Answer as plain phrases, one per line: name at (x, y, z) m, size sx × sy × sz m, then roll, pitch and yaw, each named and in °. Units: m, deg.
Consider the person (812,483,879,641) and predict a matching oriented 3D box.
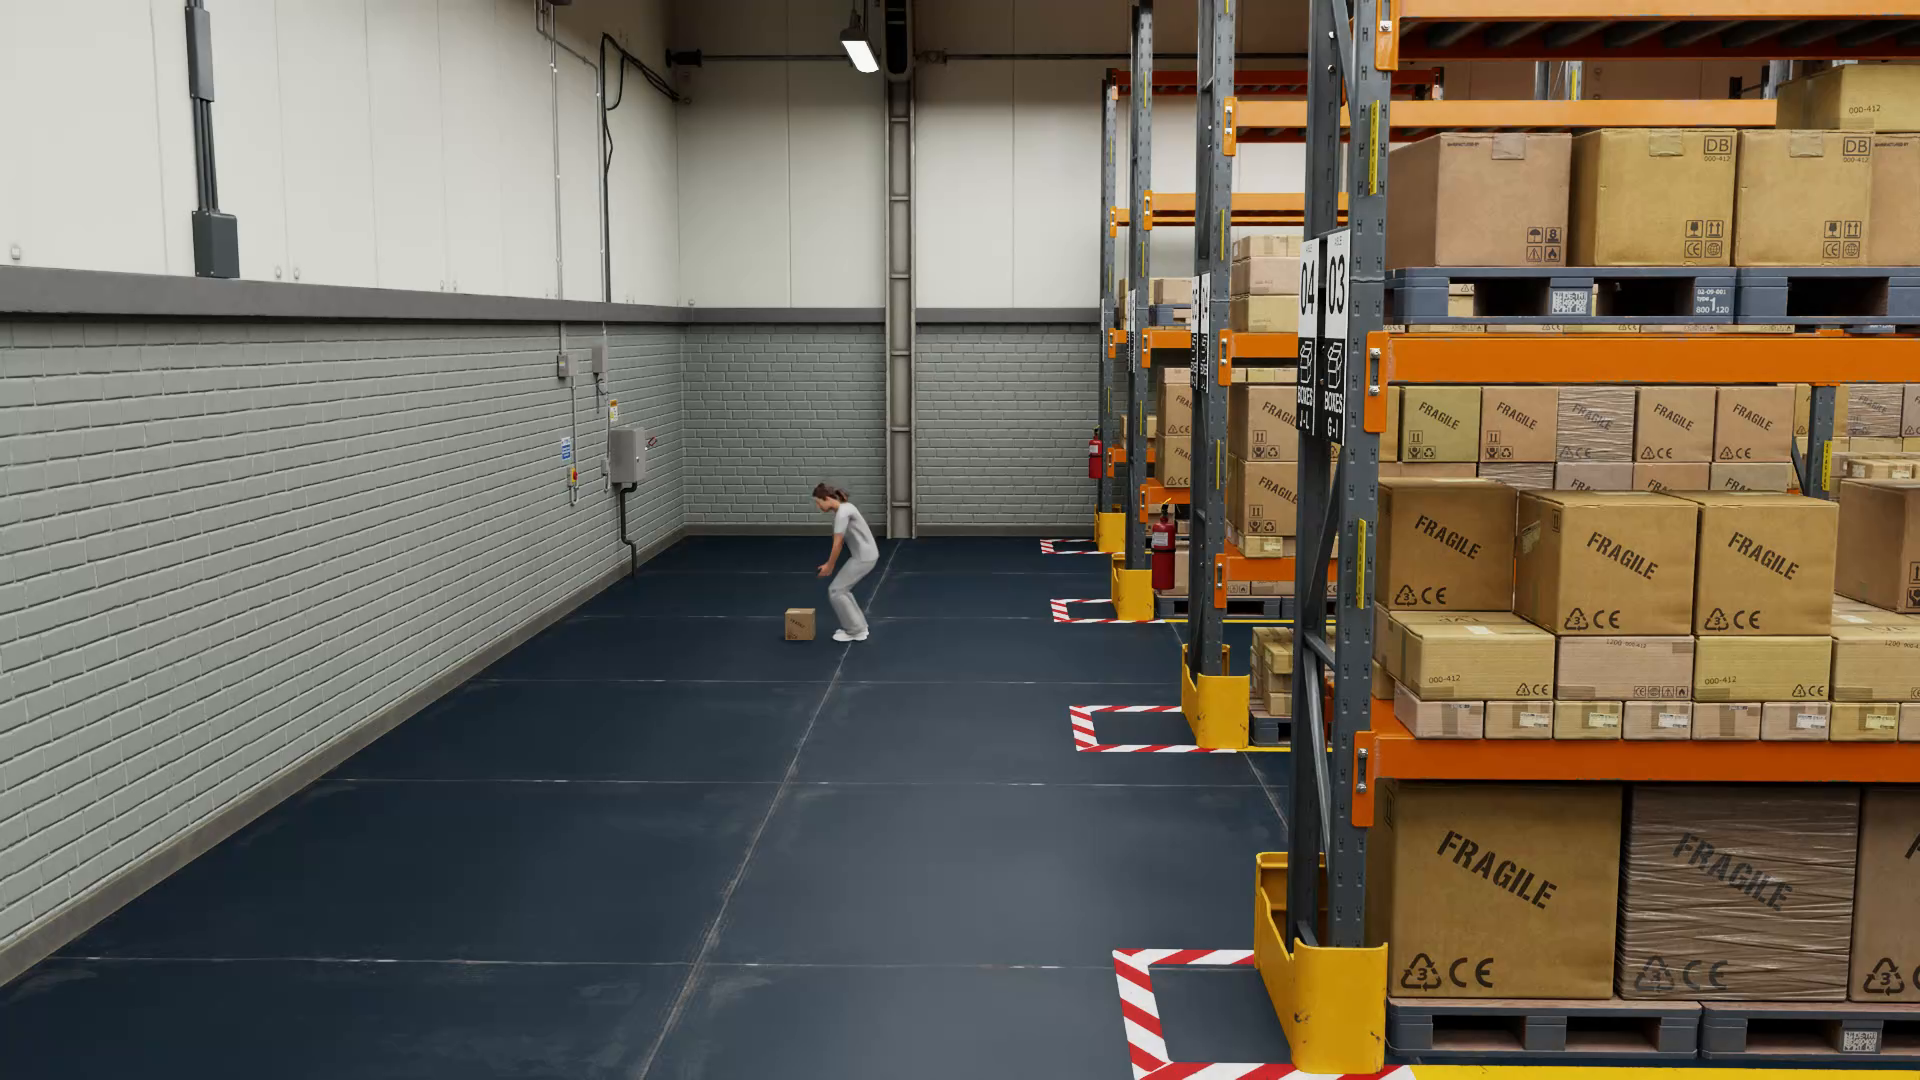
person at (-1.044, 0.195, 15.198) m, size 0.596 × 1.444 × 0.488 m, roll 0°, pitch 7°, yaw 2°
